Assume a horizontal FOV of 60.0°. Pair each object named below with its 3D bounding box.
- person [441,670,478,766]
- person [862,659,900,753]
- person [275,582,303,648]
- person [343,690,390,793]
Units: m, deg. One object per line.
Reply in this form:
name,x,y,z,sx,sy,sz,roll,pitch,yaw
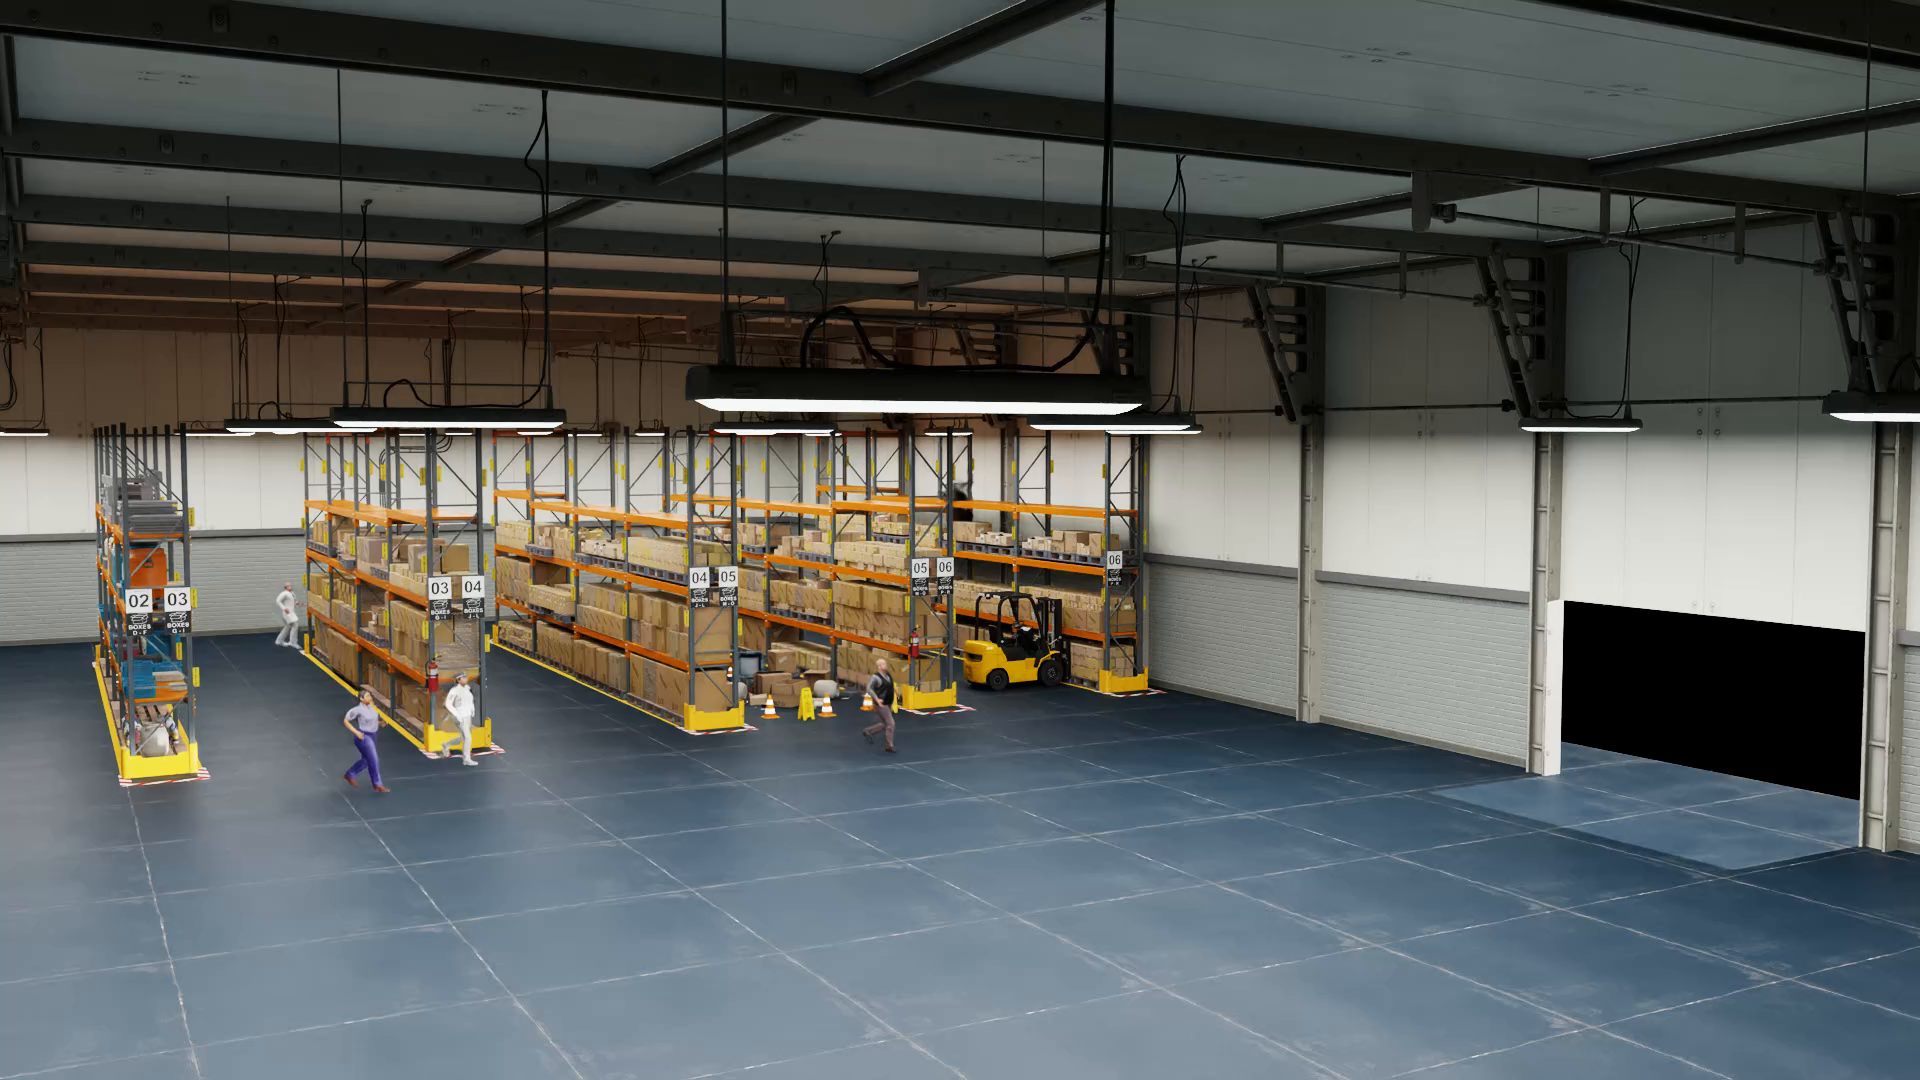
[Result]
person,-8.812,3.112,29.268,0.755,1.683,0.625,1,4,20
person,-1.448,3.032,30.518,0.784,1.720,0.657,2,4,26
person,-18.413,2.084,45.636,0.750,1.849,0.693,-1,4,-10
person,-9.643,3.251,26.964,0.867,1.652,0.608,0,3,7
